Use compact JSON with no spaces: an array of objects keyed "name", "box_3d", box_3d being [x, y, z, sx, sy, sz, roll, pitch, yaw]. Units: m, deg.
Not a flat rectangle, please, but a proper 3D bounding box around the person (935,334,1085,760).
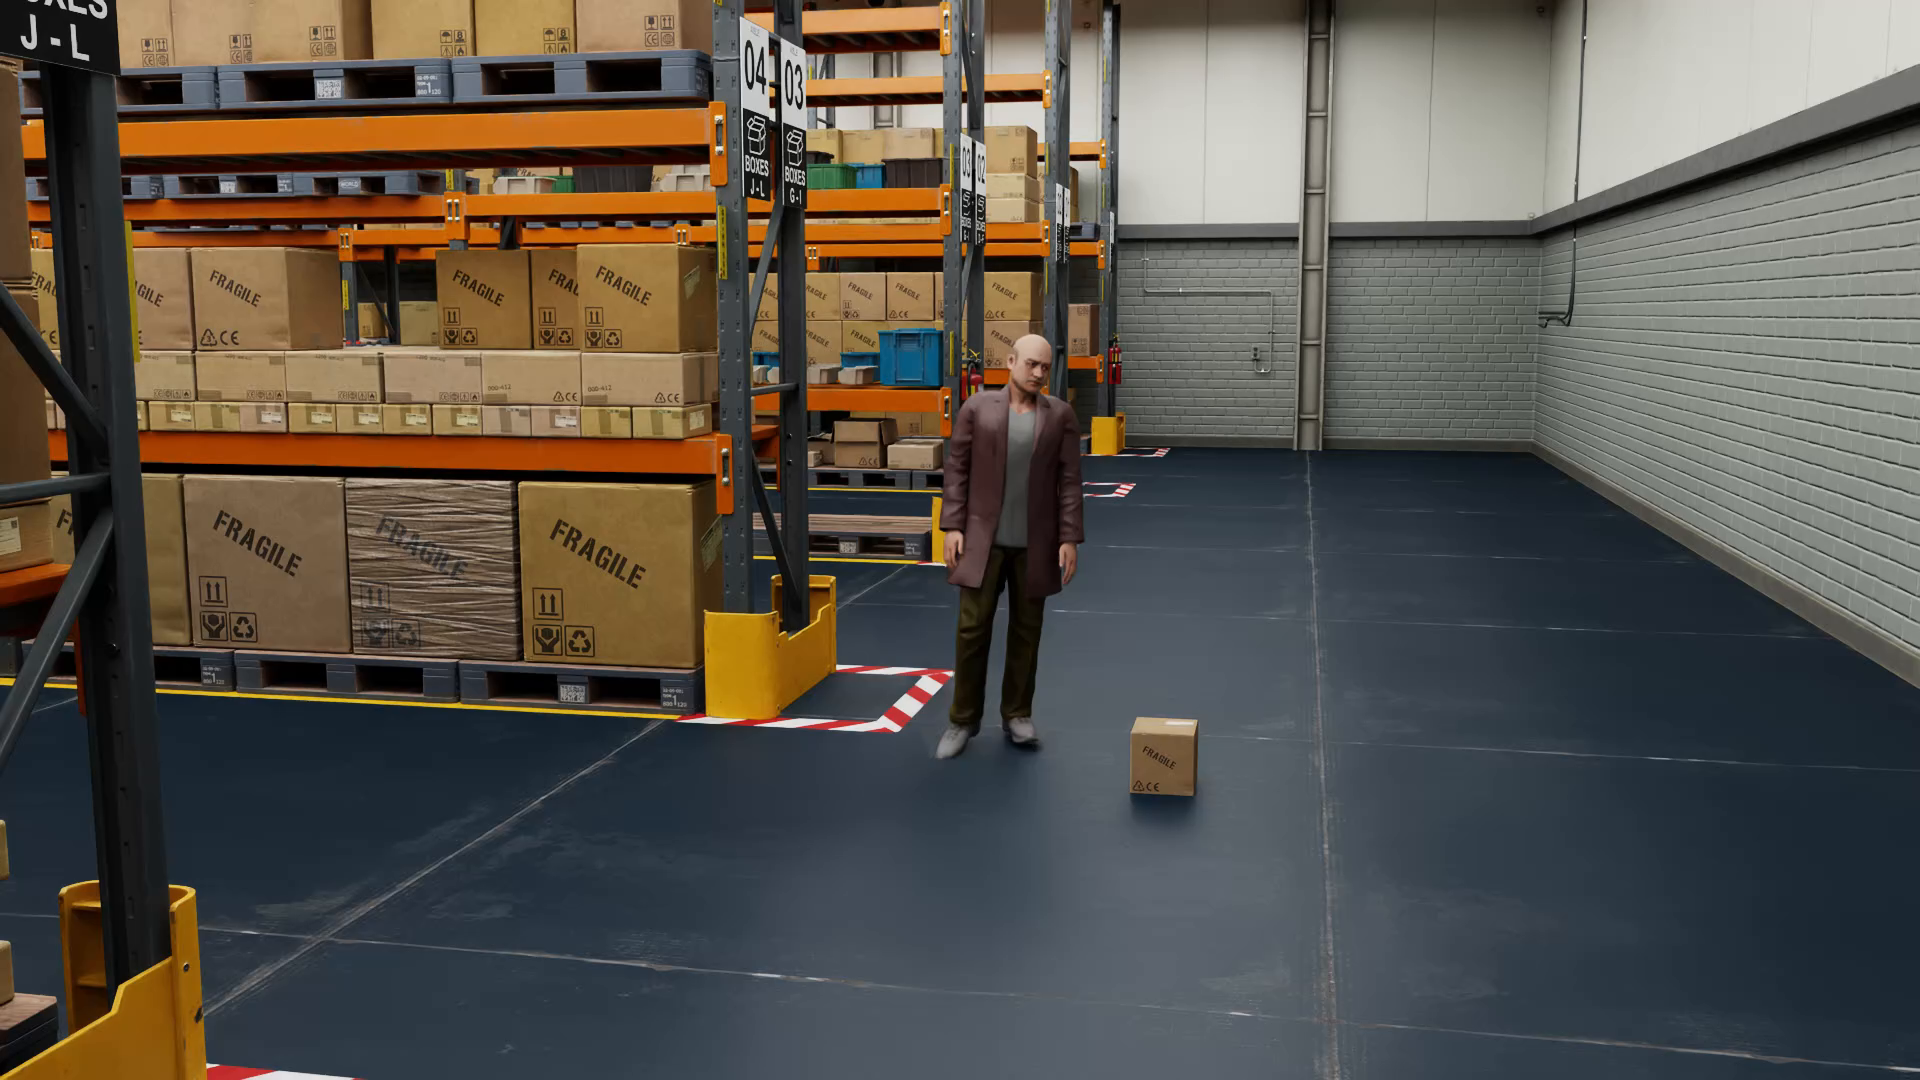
[{"name":"person","box_3d":[0.206,0.026,7.190,0.652,1.818,0.456,0,8,-3]}]
